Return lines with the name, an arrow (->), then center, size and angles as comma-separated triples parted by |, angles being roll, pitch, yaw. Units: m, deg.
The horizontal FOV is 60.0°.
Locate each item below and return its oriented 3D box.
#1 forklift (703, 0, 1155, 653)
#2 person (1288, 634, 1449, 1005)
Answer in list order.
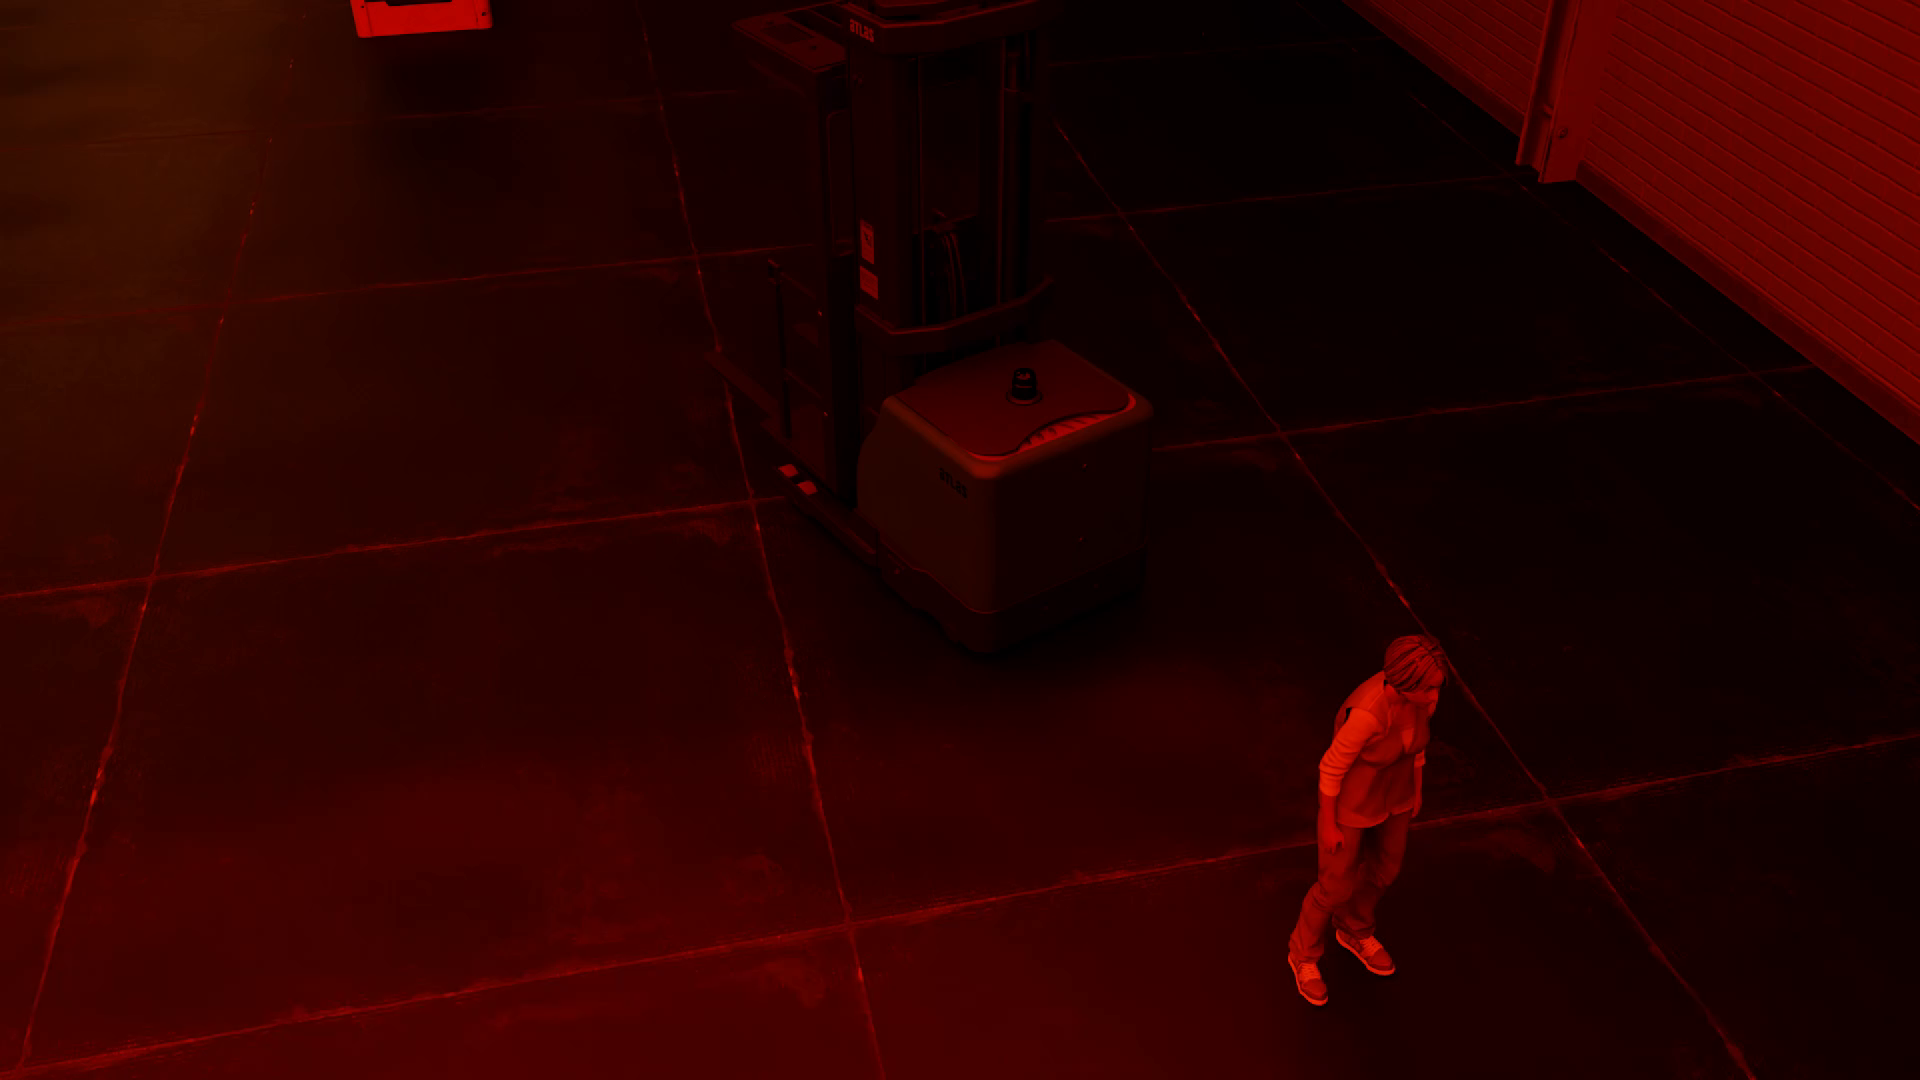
forklift -> -0.350, -1.480, 8.107 | 1.130, 2.935, 3.031 | -22, 41, -28
person -> 1.443, 0.950, 5.879 | 0.479, 1.591, 0.345 | -18, 40, -24
